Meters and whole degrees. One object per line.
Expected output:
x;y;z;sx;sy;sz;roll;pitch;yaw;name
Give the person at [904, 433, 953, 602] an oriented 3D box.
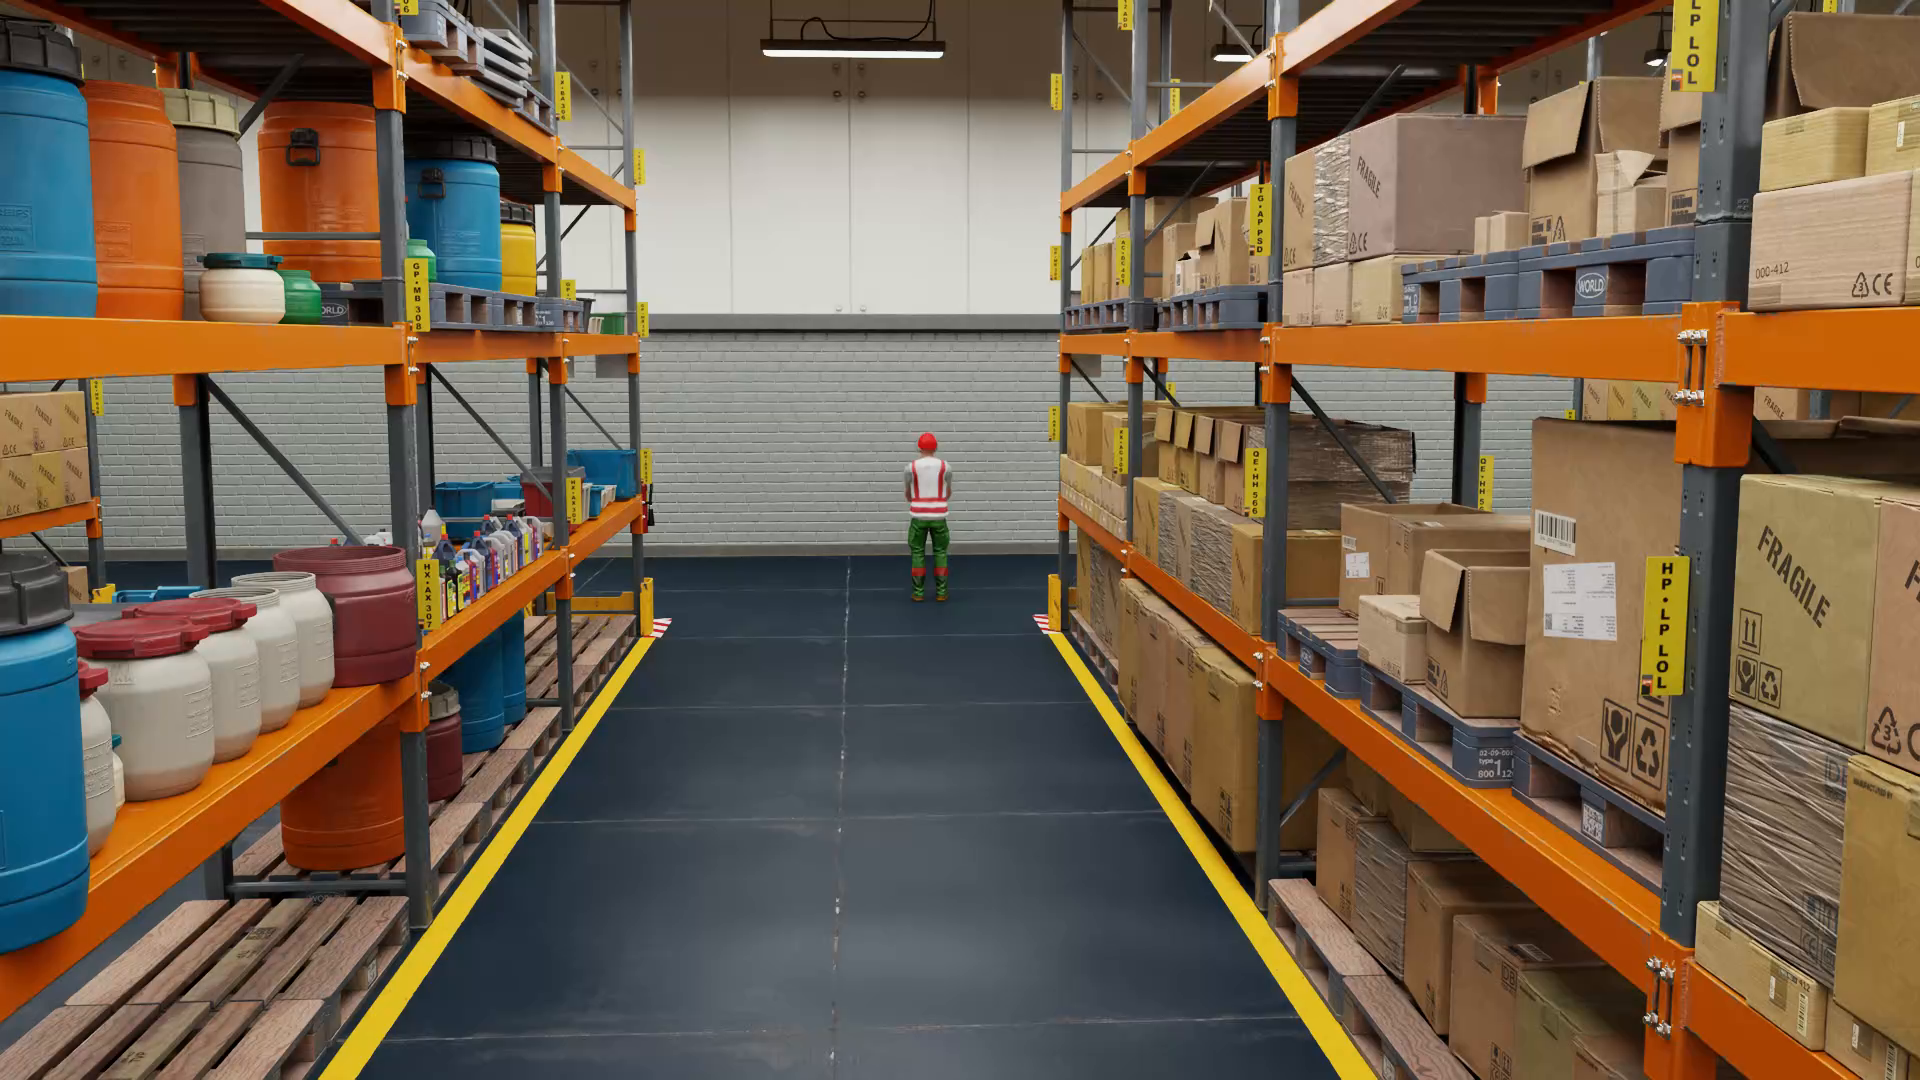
-0.345;-0.255;17.769;0.519;1.793;0.547;0;7;-4;person
